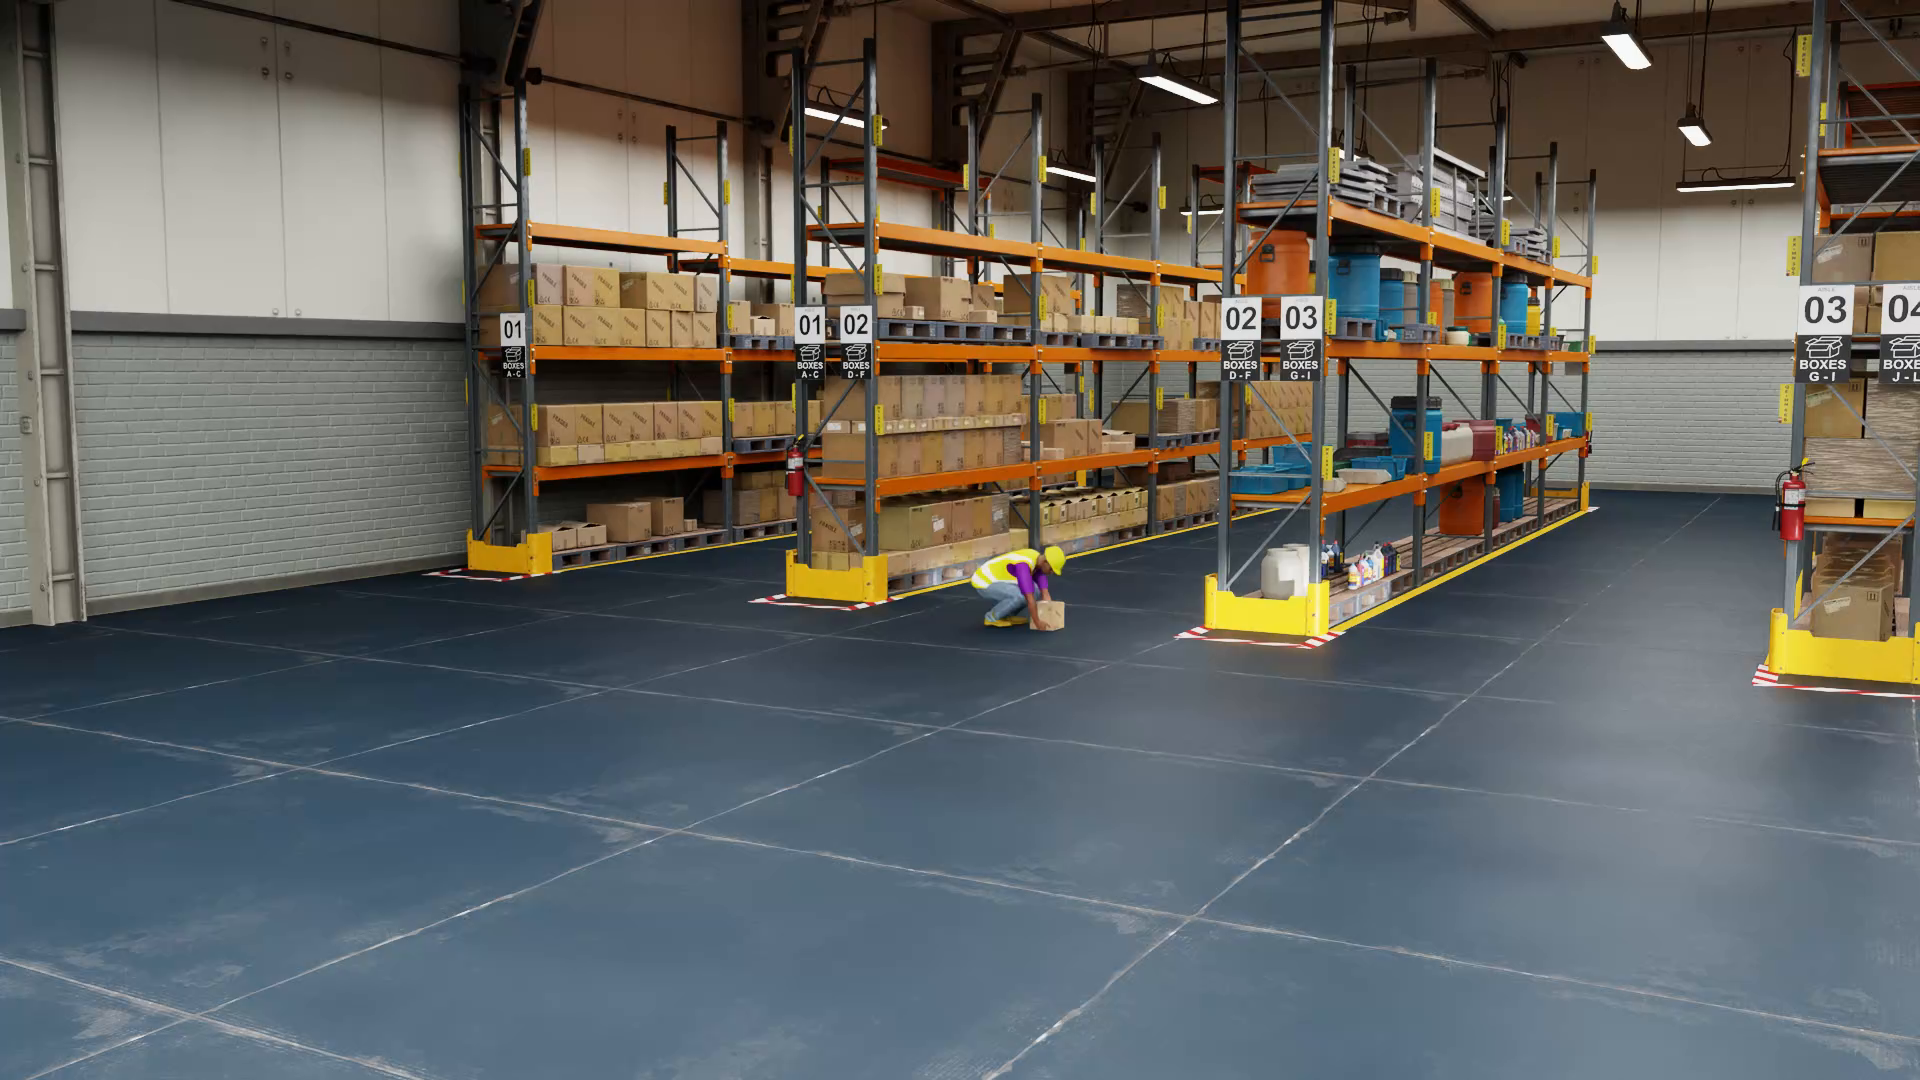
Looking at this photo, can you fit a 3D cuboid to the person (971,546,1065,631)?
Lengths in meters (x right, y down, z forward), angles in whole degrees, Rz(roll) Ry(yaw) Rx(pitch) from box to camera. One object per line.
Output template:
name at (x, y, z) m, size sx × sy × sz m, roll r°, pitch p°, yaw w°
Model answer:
person at (0.592, 0.492, 16.383) m, size 0.929 × 0.896 × 0.546 m, roll 3°, pitch 7°, yaw 28°
